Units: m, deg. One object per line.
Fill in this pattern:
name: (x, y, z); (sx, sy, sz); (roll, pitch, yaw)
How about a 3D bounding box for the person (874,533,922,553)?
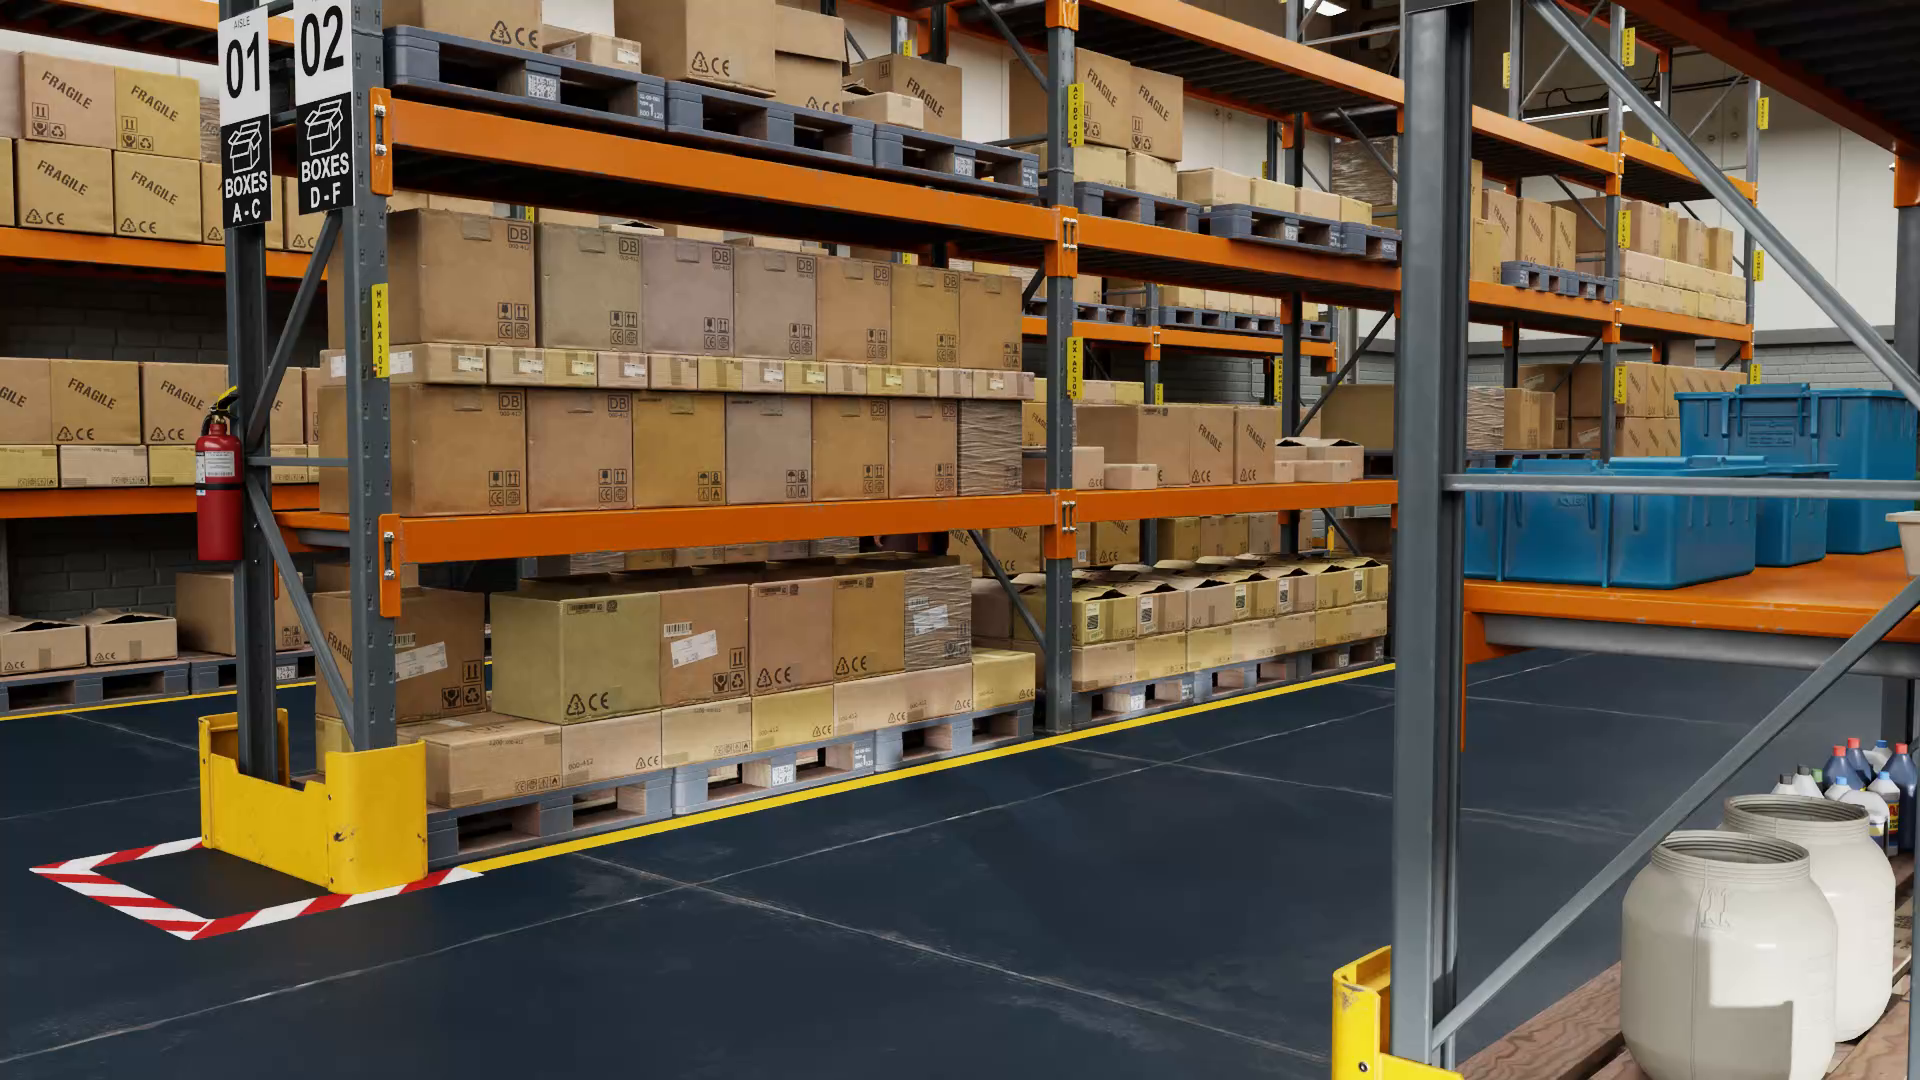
person: (-0.439, -0.093, 13.244); (0.426, 1.774, 0.644); (3, 5, 41)
